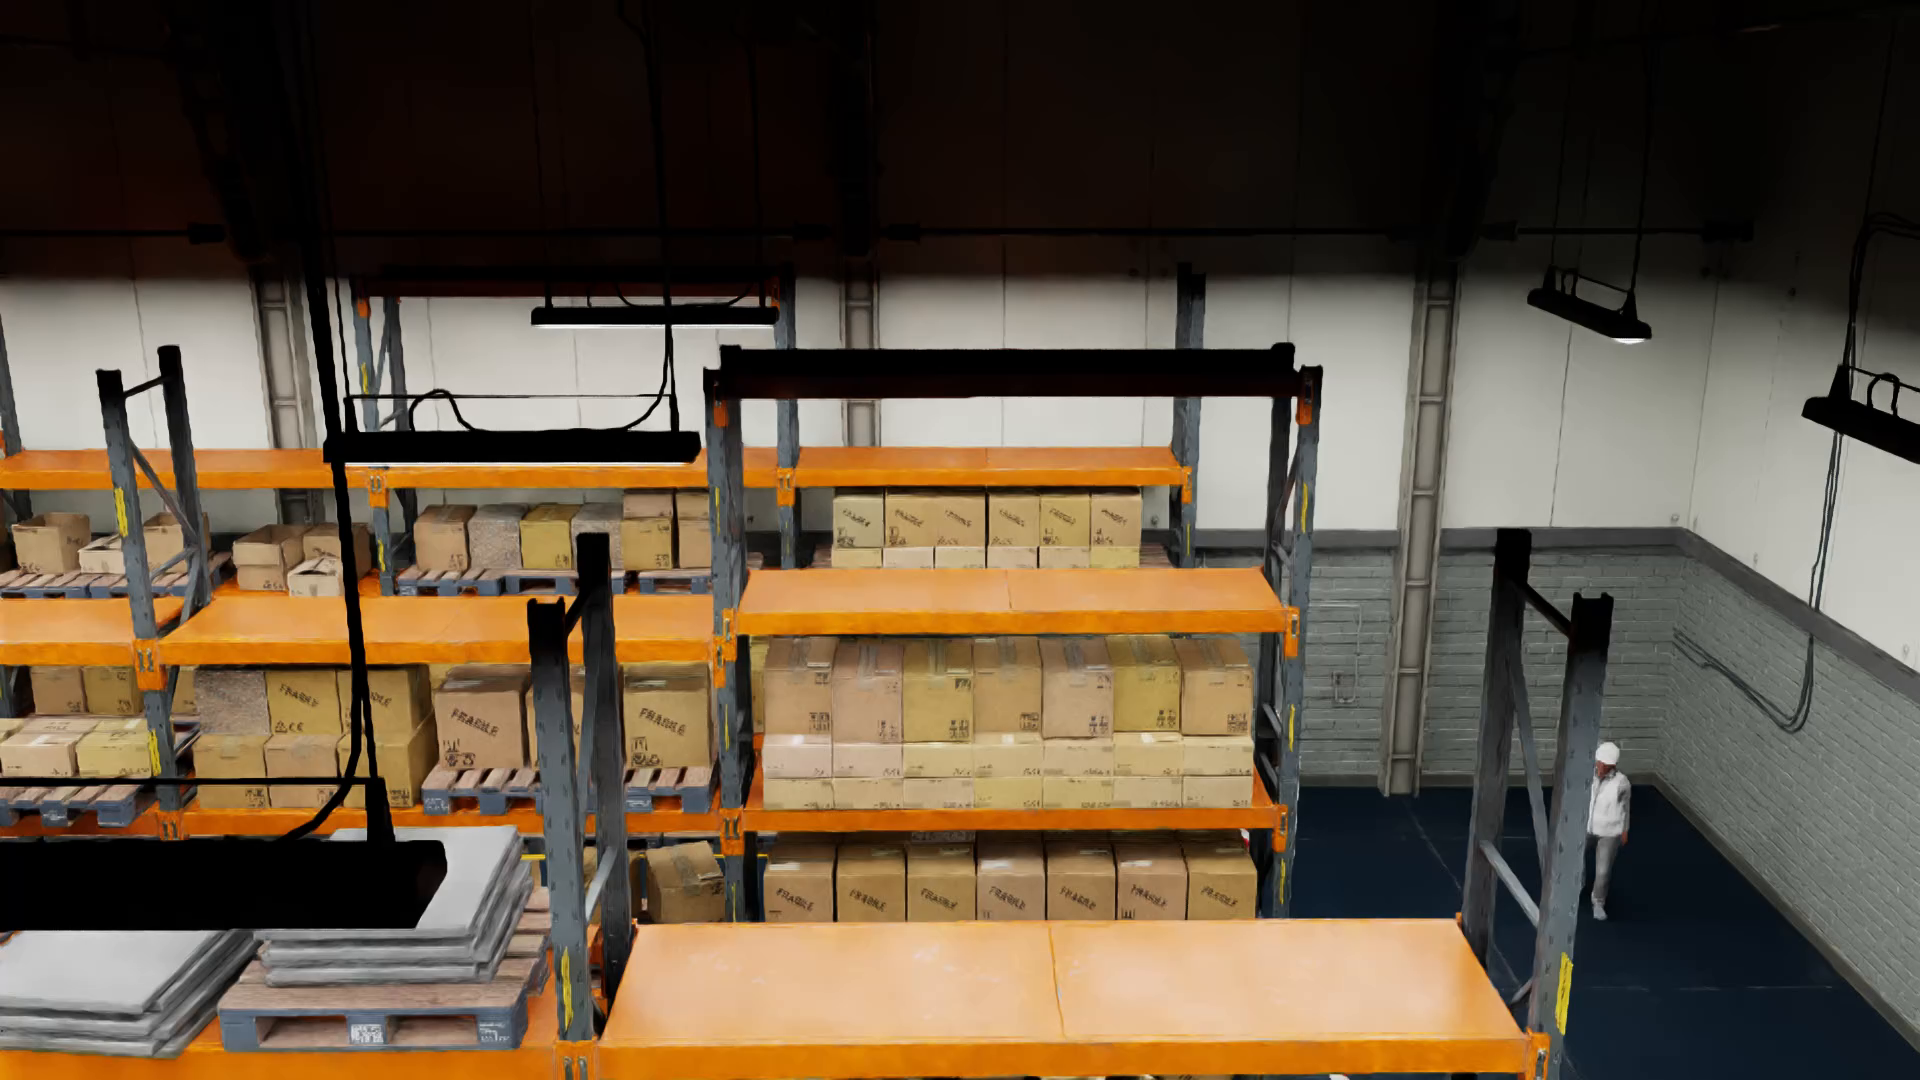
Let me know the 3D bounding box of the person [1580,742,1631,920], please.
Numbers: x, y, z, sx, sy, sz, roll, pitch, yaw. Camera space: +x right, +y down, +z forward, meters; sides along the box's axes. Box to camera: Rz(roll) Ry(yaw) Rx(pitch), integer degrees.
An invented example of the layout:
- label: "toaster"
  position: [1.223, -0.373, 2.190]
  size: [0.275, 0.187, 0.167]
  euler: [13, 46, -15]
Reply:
- label: "person"
  position: [6.083, 2.727, 16.069]
  size: [0.719, 1.767, 0.492]
  euler: [15, 22, 42]
